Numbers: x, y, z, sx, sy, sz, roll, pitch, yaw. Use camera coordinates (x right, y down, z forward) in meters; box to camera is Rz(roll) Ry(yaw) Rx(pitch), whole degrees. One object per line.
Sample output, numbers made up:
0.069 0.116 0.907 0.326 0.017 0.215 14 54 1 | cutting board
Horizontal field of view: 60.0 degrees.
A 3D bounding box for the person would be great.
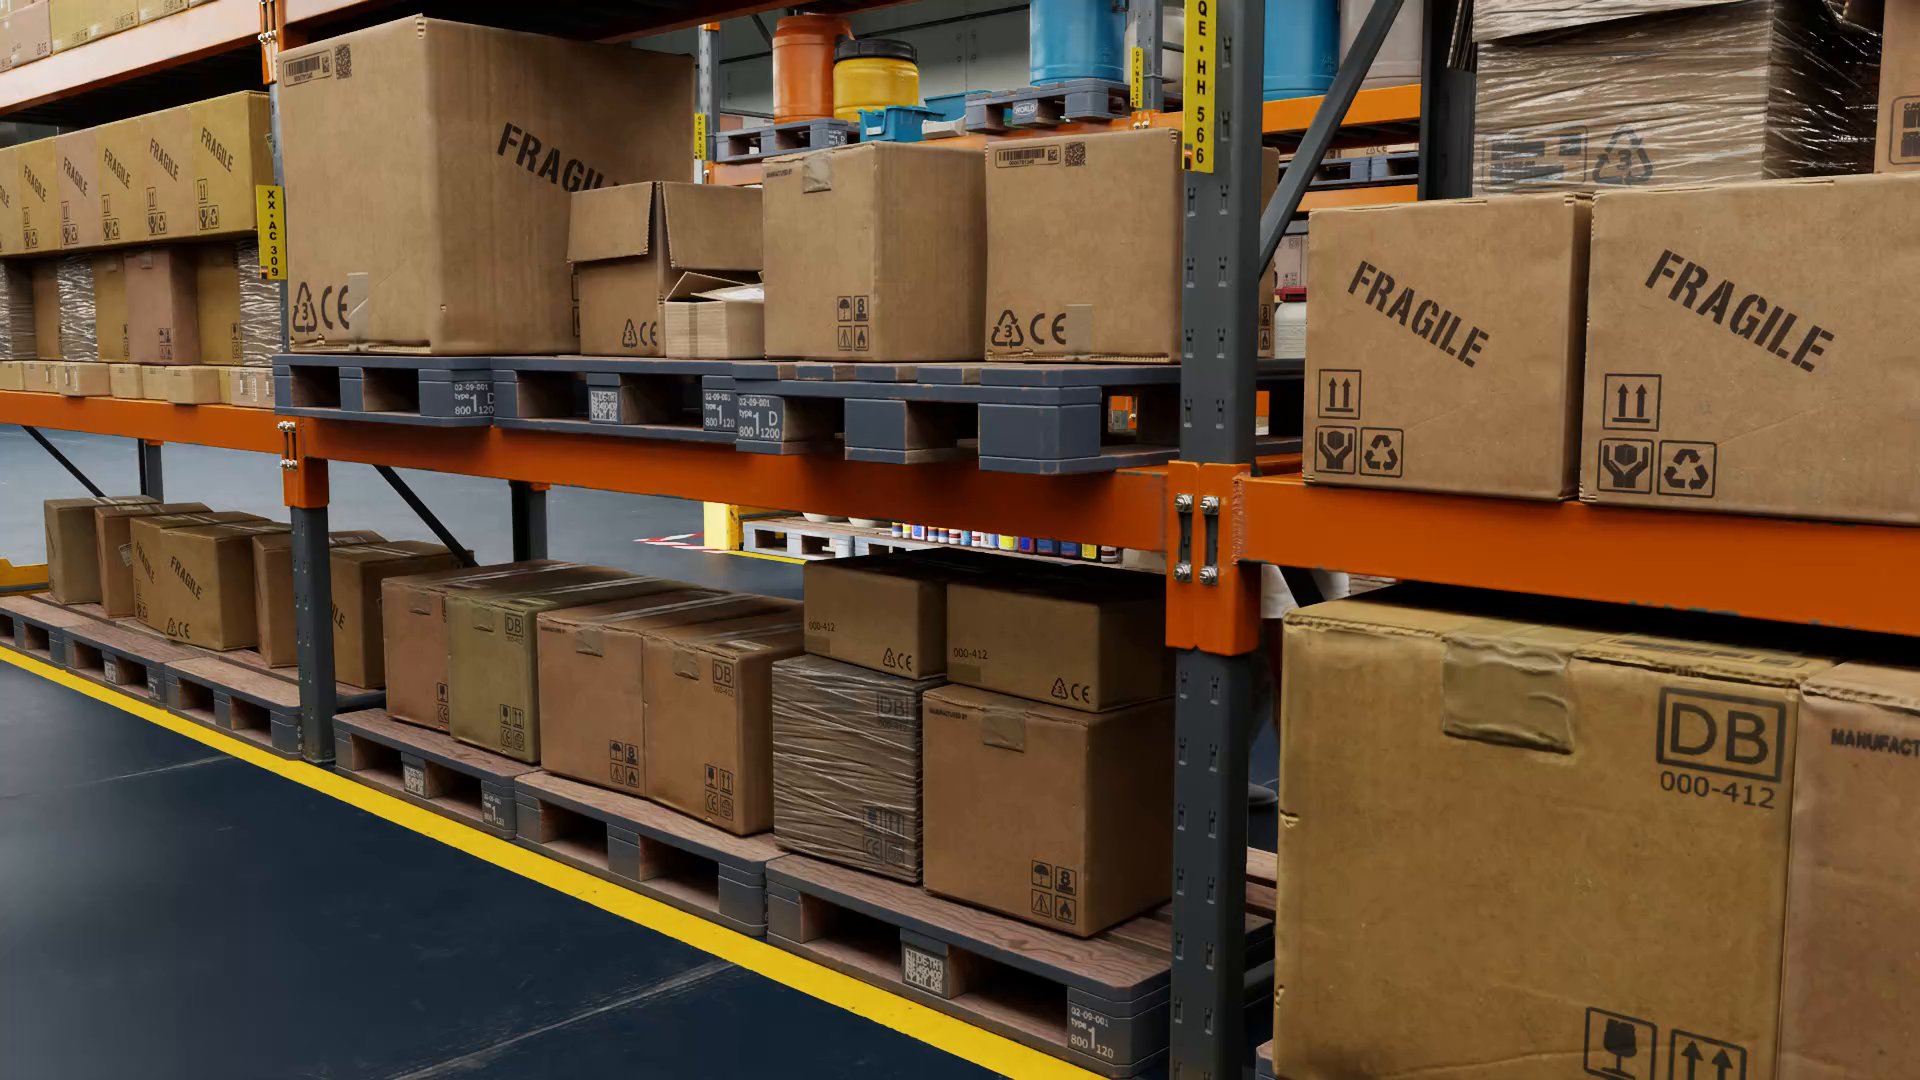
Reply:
0.987 0.325 5.372 0.954 1.187 0.501 6 9 41 | person
